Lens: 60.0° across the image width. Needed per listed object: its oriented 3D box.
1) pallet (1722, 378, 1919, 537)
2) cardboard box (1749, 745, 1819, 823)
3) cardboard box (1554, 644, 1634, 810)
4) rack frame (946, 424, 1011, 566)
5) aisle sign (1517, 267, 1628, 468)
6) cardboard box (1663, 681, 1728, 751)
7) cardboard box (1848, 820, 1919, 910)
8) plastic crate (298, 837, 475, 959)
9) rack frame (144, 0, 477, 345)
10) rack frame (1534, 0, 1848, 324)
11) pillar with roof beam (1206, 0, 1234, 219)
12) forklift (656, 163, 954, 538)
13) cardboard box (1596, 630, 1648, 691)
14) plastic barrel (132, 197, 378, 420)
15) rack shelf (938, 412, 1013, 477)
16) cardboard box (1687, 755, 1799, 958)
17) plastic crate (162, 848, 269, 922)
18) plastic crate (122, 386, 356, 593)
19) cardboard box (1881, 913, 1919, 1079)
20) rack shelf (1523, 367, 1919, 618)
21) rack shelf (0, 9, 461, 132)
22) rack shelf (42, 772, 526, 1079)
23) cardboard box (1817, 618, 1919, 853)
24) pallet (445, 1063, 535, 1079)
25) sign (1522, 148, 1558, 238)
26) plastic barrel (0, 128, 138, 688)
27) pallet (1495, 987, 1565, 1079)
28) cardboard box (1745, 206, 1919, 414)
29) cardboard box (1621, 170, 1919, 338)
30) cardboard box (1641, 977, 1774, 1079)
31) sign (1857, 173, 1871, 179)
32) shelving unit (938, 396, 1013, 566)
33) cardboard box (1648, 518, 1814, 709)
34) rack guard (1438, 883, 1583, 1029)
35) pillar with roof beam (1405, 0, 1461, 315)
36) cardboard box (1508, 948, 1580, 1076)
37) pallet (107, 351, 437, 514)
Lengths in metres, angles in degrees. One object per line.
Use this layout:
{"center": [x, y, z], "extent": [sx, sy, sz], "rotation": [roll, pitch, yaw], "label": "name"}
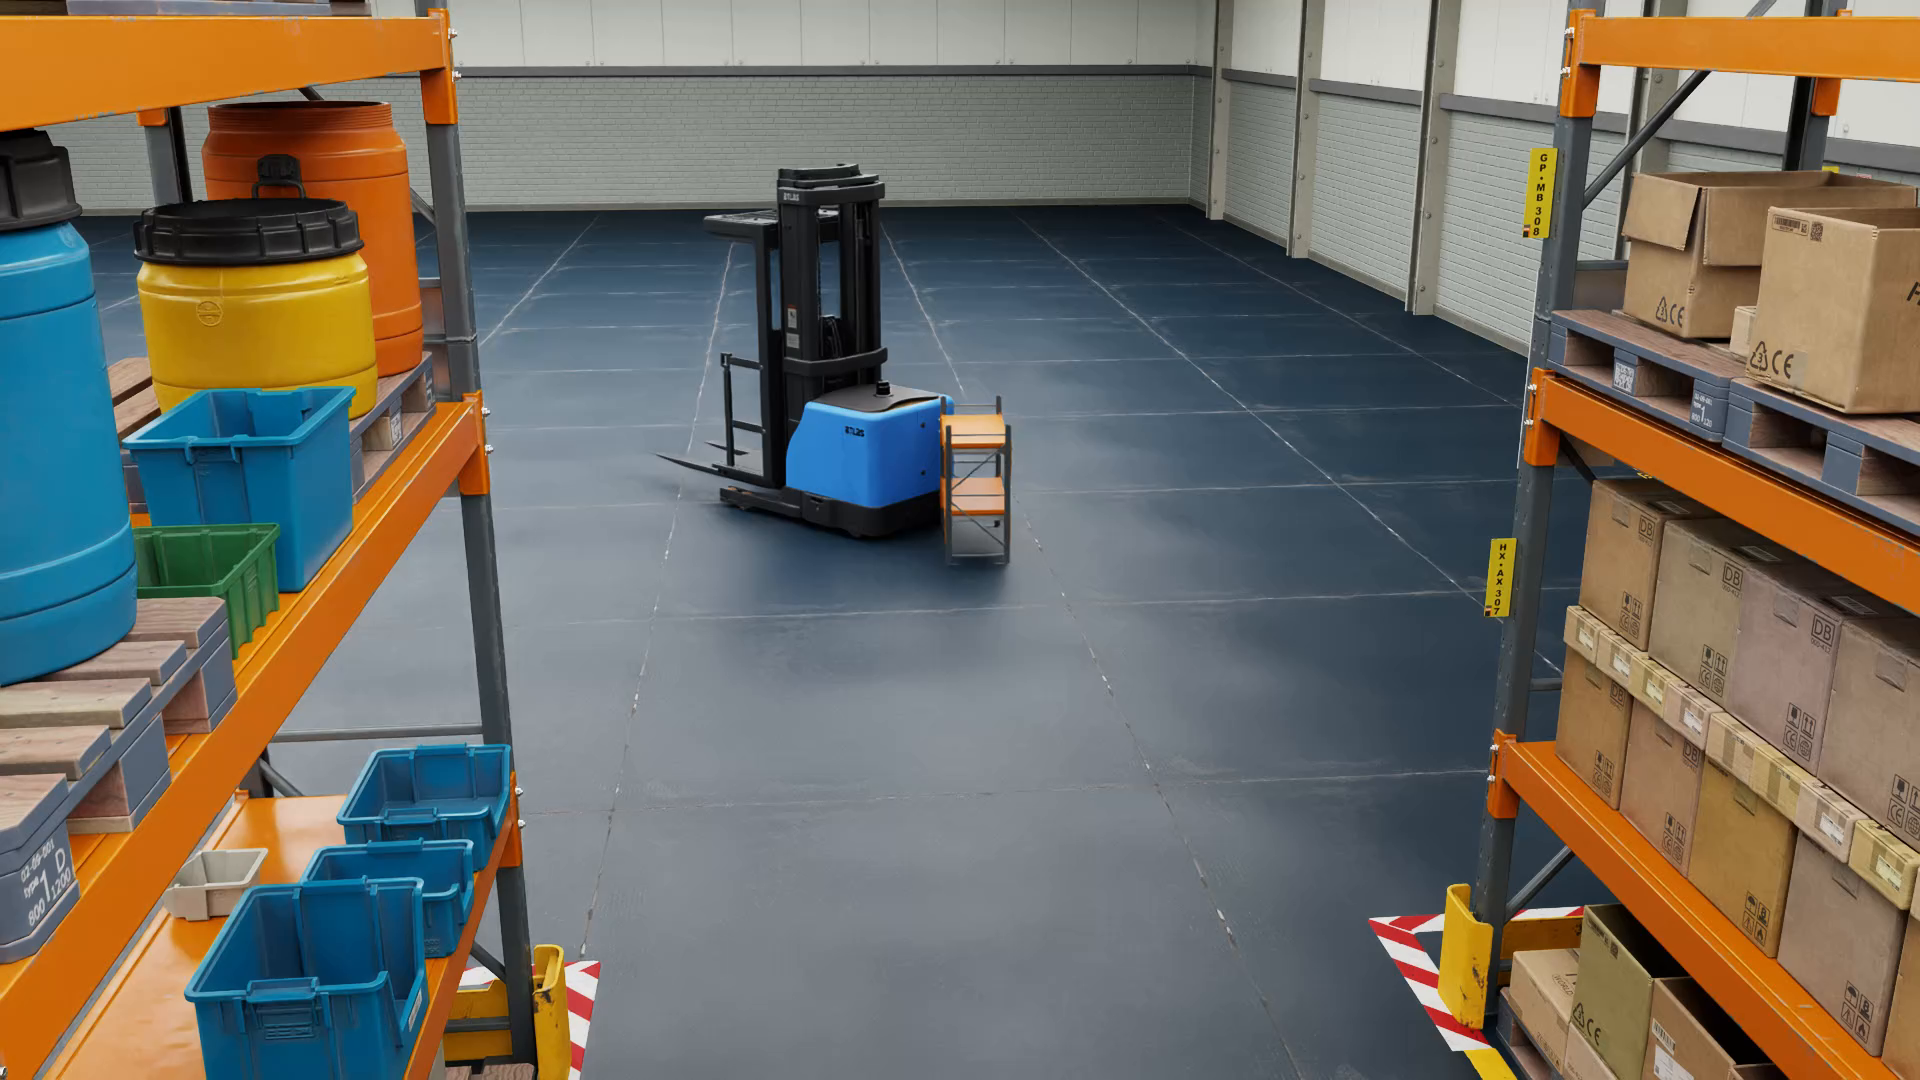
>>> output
{"center": [2.877, -0.227, 4.532], "extent": [1.003, 0.211, 1.213], "rotation": [-2, 18, -6], "label": "pallet"}
{"center": [2.662, 0.736, 5.074], "extent": [0.380, 0.149, 0.250], "rotation": [-2, 18, -6], "label": "cardboard box"}
{"center": [2.736, 0.678, 6.343], "extent": [0.700, 0.500, 0.500], "rotation": [-2, 18, -6], "label": "cardboard box"}
{"center": [0.140, -0.342, 12.887], "extent": [0.500, 1.125, 0.032], "rotation": [-1, 17, -3], "label": "rack frame"}
{"center": [2.389, -0.664, 6.445], "extent": [0.394, 0.787, 0.004], "rotation": [-2, 18, -6], "label": "aisle sign"}
{"center": [2.605, 0.581, 5.569], "extent": [0.380, 0.149, 0.250], "rotation": [-2, 18, -6], "label": "cardboard box"}
{"center": [2.712, 0.889, 4.588], "extent": [0.380, 0.149, 0.250], "rotation": [-1, 17, -4], "label": "cardboard box"}
{"center": [-1.816, 1.143, 5.278], "extent": [0.499, 0.251, 0.408], "rotation": [-2, 18, -6], "label": "plastic crate"}
{"center": [-2.227, -2.124, 5.419], "extent": [1.000, 3.000, 0.127], "rotation": [-2, 18, -6], "label": "rack frame"}
{"center": [2.701, -2.276, 5.903], "extent": [1.000, 3.000, 0.127], "rotation": [-2, 18, -6], "label": "rack frame"}
{"center": [1.184, -11.053, 33.861], "extent": [9.100, 9.000, 0.400], "rotation": [-2, 18, -6], "label": "pillar with roof beam"}
{"center": [-1.478, -1.763, 14.399], "extent": [3.031, 2.935, 1.130], "rotation": [15, 23, 39], "label": "forklift"}
{"center": [2.557, 0.431, 6.046], "extent": [0.380, 0.149, 0.250], "rotation": [-2, 18, -7], "label": "cardboard box"}
{"center": [-1.983, -0.647, 4.708], "extent": [0.600, 0.588, 0.600], "rotation": [0, 17, 0], "label": "plastic barrel"}
{"center": [0.115, -0.773, 13.284], "extent": [0.538, 0.278, 1.000], "rotation": [-1, 17, -3], "label": "rack shelf"}
{"center": [2.840, 0.982, 5.373], "extent": [0.700, 0.500, 0.500], "rotation": [-2, 18, -5], "label": "cardboard box"}
{"center": [-2.454, 1.141, 5.476], "extent": [0.298, 0.136, 0.250], "rotation": [-2, 18, -6], "label": "plastic crate"}
{"center": [-1.731, -0.126, 4.091], "extent": [0.392, 0.384, 0.575], "rotation": [-2, 18, -6], "label": "plastic crate"}
{"center": [2.952, 1.292, 4.388], "extent": [0.700, 0.500, 0.500], "rotation": [-2, 17, -5], "label": "cardboard box"}
{"center": [2.907, 0.094, 4.562], "extent": [1.077, 0.370, 4.000], "rotation": [-2, 18, -6], "label": "rack shelf"}
{"center": [-2.020, -0.994, 3.689], "extent": [1.077, 0.370, 4.000], "rotation": [-2, 18, -6], "label": "rack shelf"}
{"center": [-2.020, 1.677, 4.528], "extent": [1.077, 0.370, 4.000], "rotation": [-2, 18, -6], "label": "rack shelf"}
{"center": [2.906, 0.531, 4.646], "extent": [0.700, 0.500, 0.500], "rotation": [-2, 18, -6], "label": "cardboard box"}
{"center": [-2.094, 2.332, 5.897], "extent": [1.003, 0.211, 1.213], "rotation": [-2, 18, -6], "label": "pallet"}
{"center": [2.148, -1.284, 6.161], "extent": [0.100, 0.325, 0.005], "rotation": [-2, 18, -6], "label": "sign"}
{"center": [-1.810, -0.241, 2.890], "extent": [0.600, 0.901, 0.708], "rotation": [-2, 18, -6], "label": "plastic barrel"}
{"center": [2.821, 2.143, 6.498], "extent": [1.003, 0.211, 1.213], "rotation": [-2, 18, -6], "label": "pallet"}
{"center": [2.600, -0.656, 4.651], "extent": [0.500, 0.500, 0.500], "rotation": [-2, 18, -6], "label": "cardboard box"}
{"center": [2.756, -0.990, 5.707], "extent": [0.797, 0.503, 0.637], "rotation": [-1, 17, -2], "label": "cardboard box"}
{"center": [2.652, 1.804, 5.560], "extent": [0.500, 0.500, 0.500], "rotation": [-2, 18, -6], "label": "cardboard box"}
{"center": [7.823, -3.023, 14.427], "extent": [0.001, 0.298, 0.199], "rotation": [-2, 18, -6], "label": "sign"}
{"center": [0.115, -0.494, 13.372], "extent": [0.538, 1.125, 1.048], "rotation": [-1, 17, -3], "label": "shelving unit"}
{"center": [2.801, 0.231, 5.599], "extent": [0.700, 0.500, 0.500], "rotation": [-2, 18, -7], "label": "cardboard box"}
{"center": [2.698, 1.772, 7.199], "extent": [1.175, 0.500, 0.348], "rotation": [-2, 18, -6], "label": "rack guard"}
{"center": [2.421, -7.478, 22.473], "extent": [9.100, 9.000, 0.400], "rotation": [-2, 18, -6], "label": "pillar with roof beam"}
{"center": [2.535, 1.864, 6.620], "extent": [0.500, 0.250, 0.500], "rotation": [-2, 18, -6], "label": "cardboard box"}
{"center": [-2.239, -0.353, 5.102], "extent": [1.003, 0.211, 1.213], "rotation": [-2, 18, -6], "label": "pallet"}
